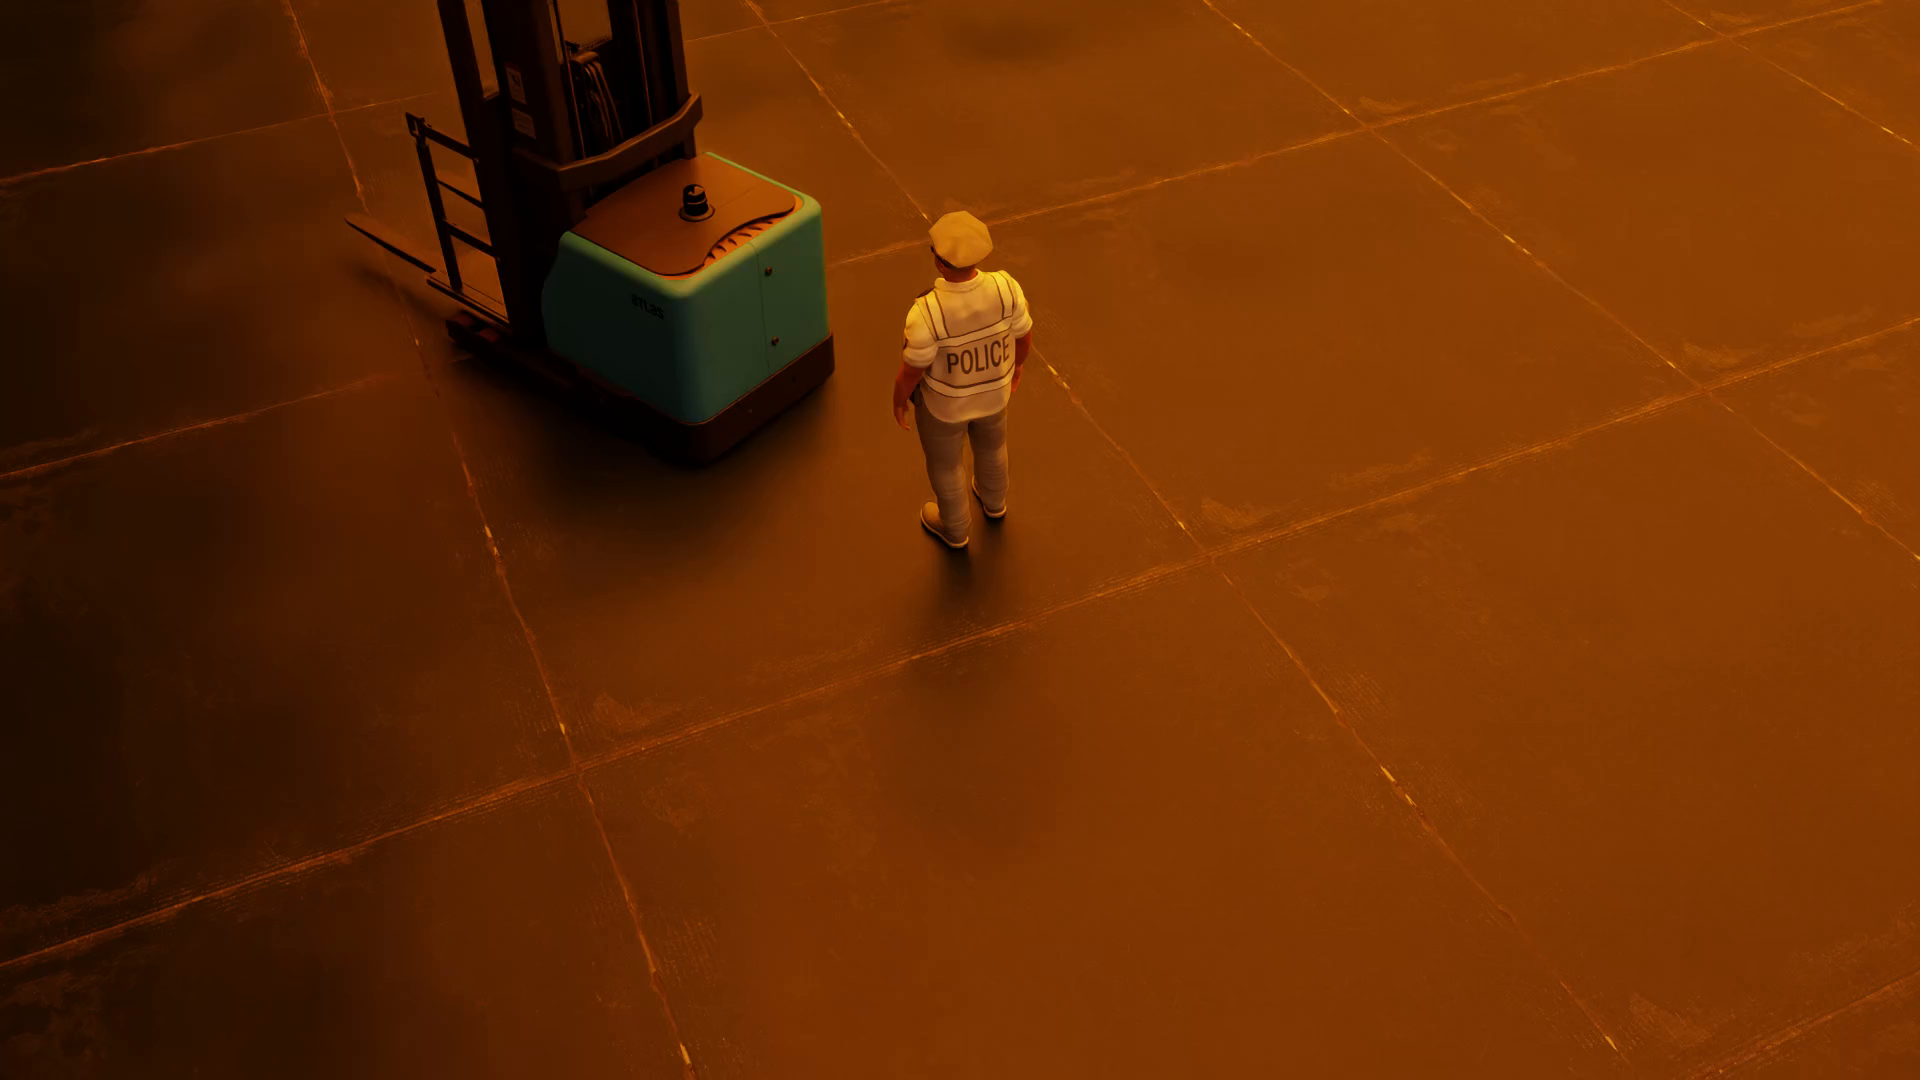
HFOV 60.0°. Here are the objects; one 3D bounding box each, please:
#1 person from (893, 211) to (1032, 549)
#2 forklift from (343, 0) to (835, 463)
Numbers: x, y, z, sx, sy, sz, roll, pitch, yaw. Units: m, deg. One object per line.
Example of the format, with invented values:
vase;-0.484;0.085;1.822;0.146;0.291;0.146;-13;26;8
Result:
person;-0.023;-0.709;7.270;0.641;1.781;0.574;-18;46;-18
forklift;-2.123;-2.288;8.131;3.031;2.935;1.130;28;50;27
